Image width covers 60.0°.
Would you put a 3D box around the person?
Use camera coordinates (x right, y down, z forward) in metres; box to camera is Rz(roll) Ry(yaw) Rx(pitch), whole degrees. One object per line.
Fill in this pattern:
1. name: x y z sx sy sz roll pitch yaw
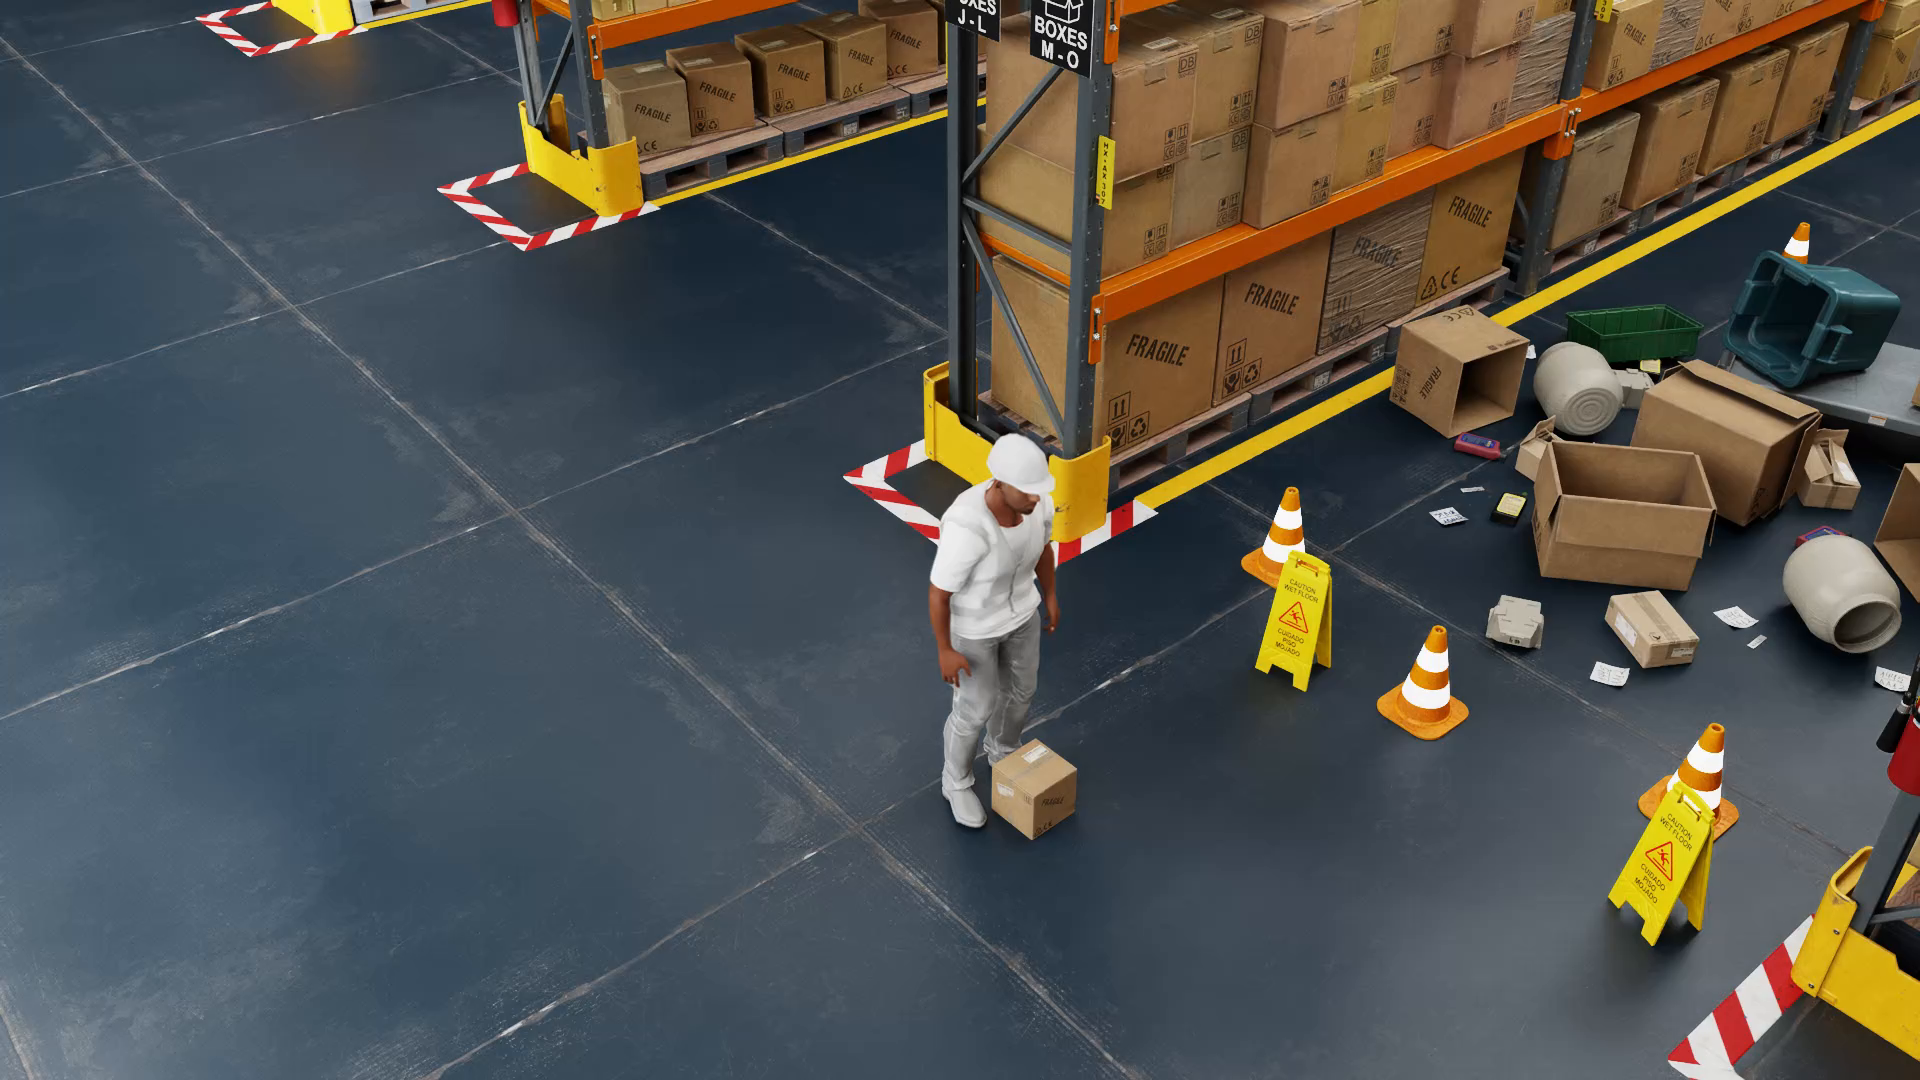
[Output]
1. person: 0.153 0.327 6.607 0.628 1.761 0.461 -27 43 -32
